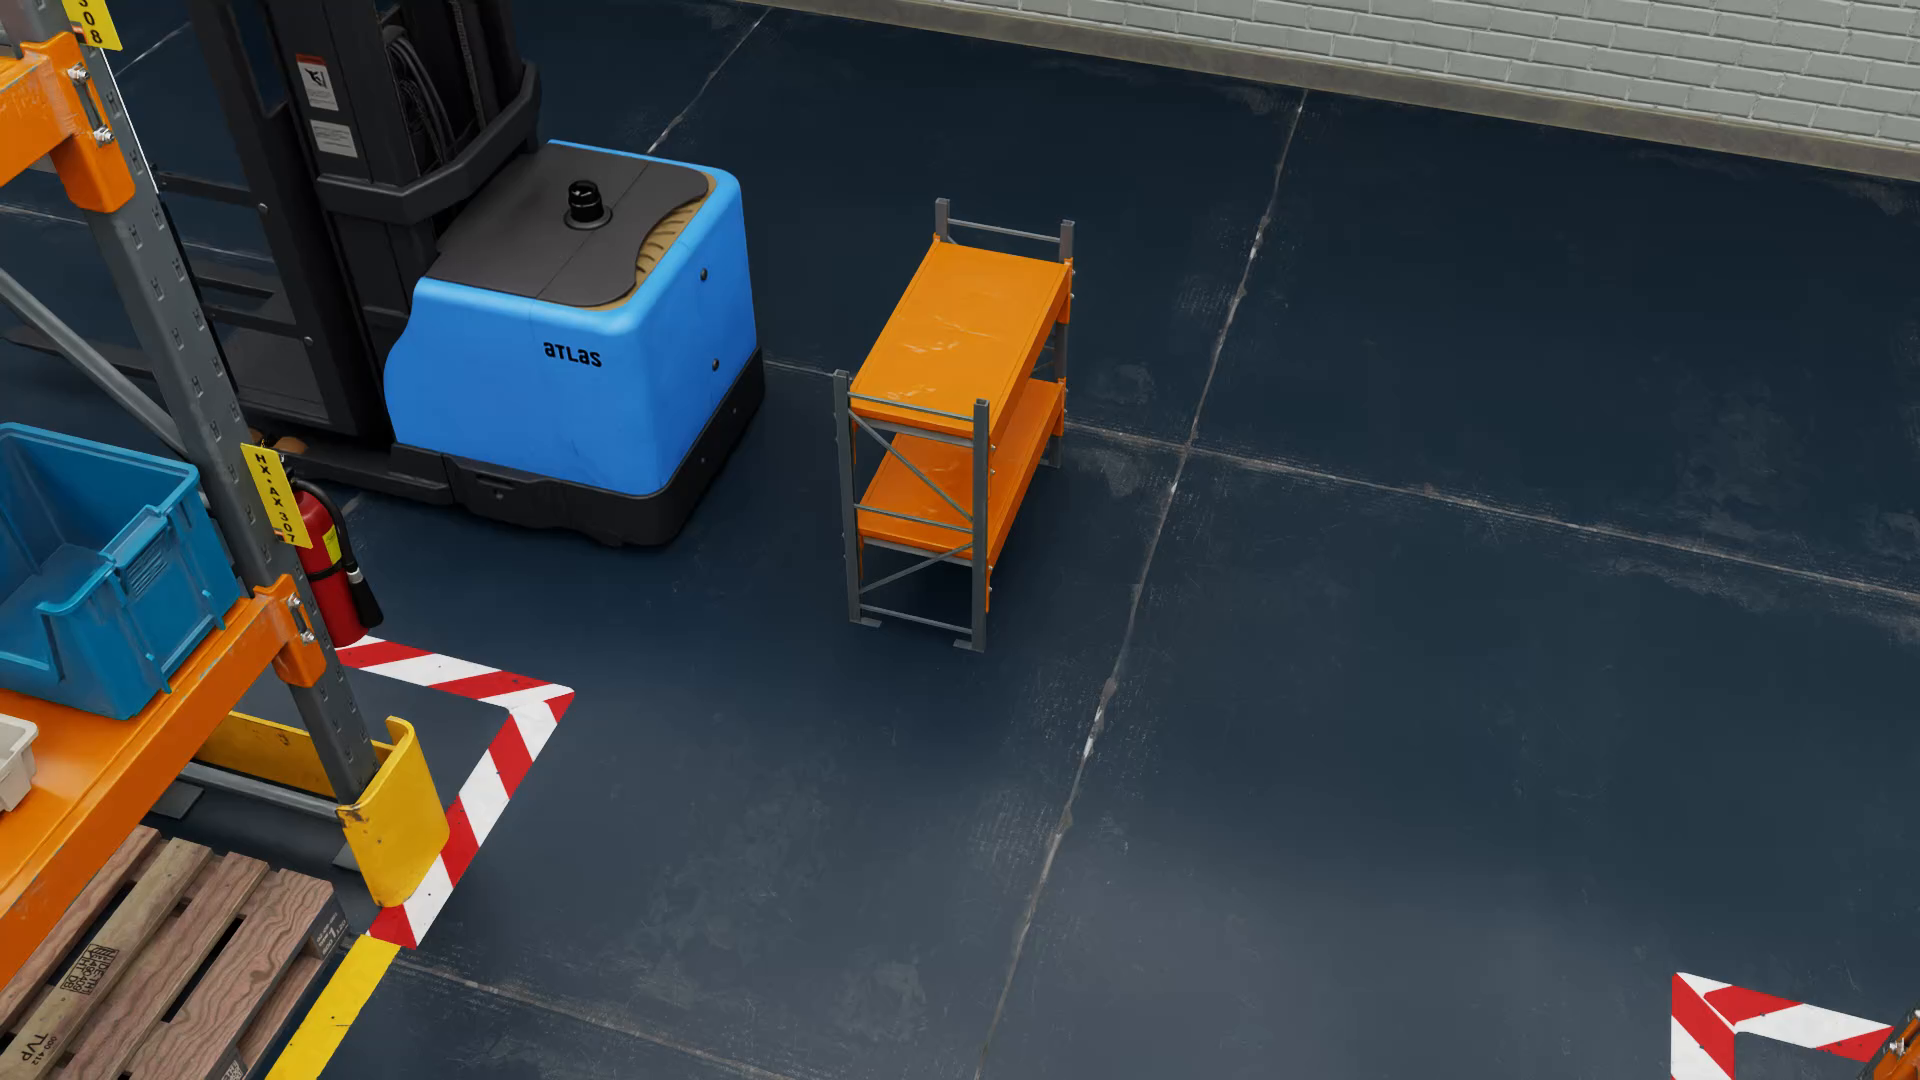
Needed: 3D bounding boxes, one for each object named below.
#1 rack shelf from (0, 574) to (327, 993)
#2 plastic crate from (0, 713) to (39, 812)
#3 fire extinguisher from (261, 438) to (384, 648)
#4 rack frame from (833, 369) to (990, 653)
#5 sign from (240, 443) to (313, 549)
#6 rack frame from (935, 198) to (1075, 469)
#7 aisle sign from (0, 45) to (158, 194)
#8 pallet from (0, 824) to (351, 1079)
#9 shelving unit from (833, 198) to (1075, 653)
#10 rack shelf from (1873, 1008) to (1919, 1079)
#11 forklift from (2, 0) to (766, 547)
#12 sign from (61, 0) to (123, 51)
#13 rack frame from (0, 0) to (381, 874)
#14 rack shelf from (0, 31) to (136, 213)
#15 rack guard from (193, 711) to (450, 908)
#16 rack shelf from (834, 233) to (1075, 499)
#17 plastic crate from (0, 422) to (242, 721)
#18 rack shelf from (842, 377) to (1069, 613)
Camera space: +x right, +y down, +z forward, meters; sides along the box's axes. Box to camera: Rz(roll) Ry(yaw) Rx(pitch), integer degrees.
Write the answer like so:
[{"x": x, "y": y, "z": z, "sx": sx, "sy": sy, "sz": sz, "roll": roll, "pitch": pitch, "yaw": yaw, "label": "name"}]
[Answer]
[{"x": -2.816, "y": 1.438, "z": 3.151, "sx": 1.077, "sy": 0.370, "sz": 4.000, "roll": 13, "pitch": 46, "yaw": 13, "label": "rack shelf"}, {"x": -2.285, "y": 0.502, "z": 3.738, "sx": 0.396, "sy": 0.136, "sz": 0.243, "roll": 13, "pitch": 46, "yaw": 13, "label": "plastic crate"}, {"x": -1.732, "y": 0.004, "z": 4.423, "sx": 0.296, "sy": 0.674, "sz": 0.183, "roll": 13, "pitch": 46, "yaw": 13, "label": "fire extinguisher"}, {"x": -0.152, "y": -0.068, "z": 5.515, "sx": 0.500, "sy": 1.125, "sz": 0.032, "roll": 13, "pitch": 46, "yaw": 13, "label": "rack frame"}, {"x": -1.682, "y": -0.105, "z": 4.096, "sx": 0.100, "sy": 0.325, "sz": 0.005, "roll": 13, "pitch": 46, "yaw": 13, "label": "sign"}, {"x": 0.156, "y": -0.745, "z": 6.207, "sx": 0.500, "sy": 1.125, "sz": 0.032, "roll": 13, "pitch": 46, "yaw": 13, "label": "rack frame"}, {"x": -1.910, "y": -1.068, "z": 3.338, "sx": 0.394, "sy": 0.787, "sz": 0.004, "roll": 13, "pitch": 46, "yaw": 13, "label": "aisle sign"}, {"x": -2.497, "y": 1.386, "z": 4.683, "sx": 1.003, "sy": 0.211, "sz": 1.213, "roll": 13, "pitch": 46, "yaw": 13, "label": "pallet"}, {"x": 0.002, "y": -0.407, "z": 5.861, "sx": 0.538, "sy": 1.125, "sz": 1.048, "roll": 13, "pitch": 46, "yaw": 13, "label": "shelving unit"}, {"x": 1.904, "y": 2.487, "z": 2.078, "sx": 1.077, "sy": 0.370, "sz": 4.000, "roll": 13, "pitch": 46, "yaw": 13, "label": "rack shelf"}, {"x": -2.366, "y": -1.624, "z": 5.814, "sx": 3.031, "sy": 2.935, "sz": 1.130, "roll": 12, "pitch": 46, "yaw": 12, "label": "forklift"}, {"x": -1.682, "y": -1.082, "z": 3.141, "sx": 0.100, "sy": 0.325, "sz": 0.005, "roll": 13, "pitch": 46, "yaw": 13, "label": "sign"}, {"x": -2.211, "y": -0.153, "z": 4.261, "sx": 1.000, "sy": 3.000, "sz": 0.127, "roll": 13, "pitch": 46, "yaw": 13, "label": "rack frame"}, {"x": -2.816, "y": 0.366, "z": 2.101, "sx": 1.077, "sy": 0.370, "sz": 4.000, "roll": 13, "pitch": 46, "yaw": 13, "label": "rack shelf"}, {"x": -2.216, "y": 0.722, "z": 5.155, "sx": 1.175, "sy": 0.500, "sz": 0.348, "roll": 13, "pitch": 46, "yaw": 13, "label": "rack guard"}, {"x": 0.002, "y": -0.616, "z": 5.656, "sx": 0.538, "sy": 0.278, "sz": 1.000, "roll": 13, "pitch": 46, "yaw": 13, "label": "rack shelf"}, {"x": -2.134, "y": 0.076, "z": 3.959, "sx": 0.616, "sy": 0.435, "sz": 0.499, "roll": 13, "pitch": 46, "yaw": 13, "label": "plastic crate"}, {"x": 0.002, "y": -0.232, "z": 6.032, "sx": 0.538, "sy": 0.278, "sz": 1.000, "roll": 13, "pitch": 46, "yaw": 13, "label": "rack shelf"}]
